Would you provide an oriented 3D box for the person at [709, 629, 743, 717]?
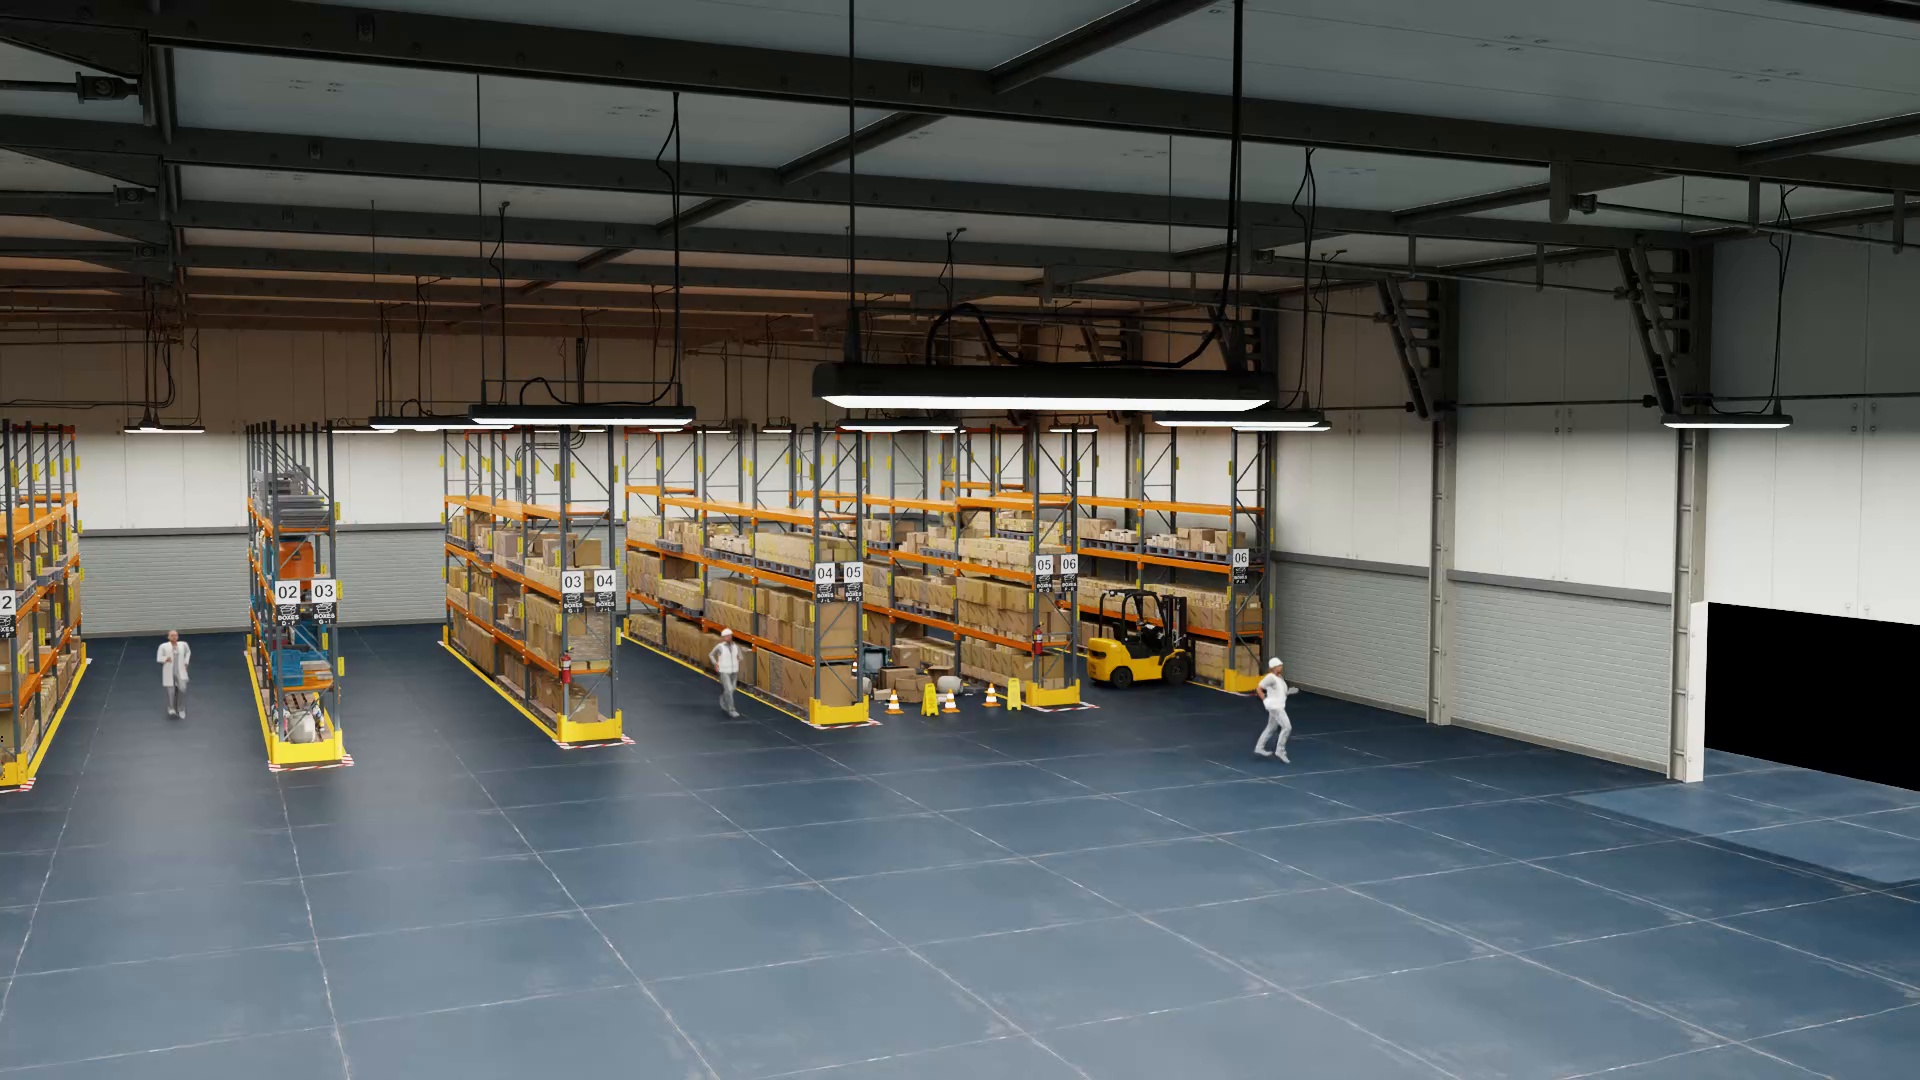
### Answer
[{"bbox_3d":[-4.738,2.689,33.984,0.656,1.758,0.970,-3,5,-40],"label":"person"}]

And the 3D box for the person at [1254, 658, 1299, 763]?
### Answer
[{"bbox_3d":[5.573,2.999,29.309,0.768,1.843,0.657,1,4,19],"label":"person"}]

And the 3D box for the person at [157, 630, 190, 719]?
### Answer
[{"bbox_3d":[-15.925,2.736,33.739,0.654,1.823,0.789,-2,4,-31],"label":"person"}]

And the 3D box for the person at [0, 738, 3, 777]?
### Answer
[{"bbox_3d":[-15.141,3.303,25.834,0.629,1.613,0.608,0,4,6],"label":"person"}]

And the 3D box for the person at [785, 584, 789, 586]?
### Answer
[{"bbox_3d":[-5.139,1.713,51.212,0.622,1.705,0.657,0,4,-4],"label":"person"}]
